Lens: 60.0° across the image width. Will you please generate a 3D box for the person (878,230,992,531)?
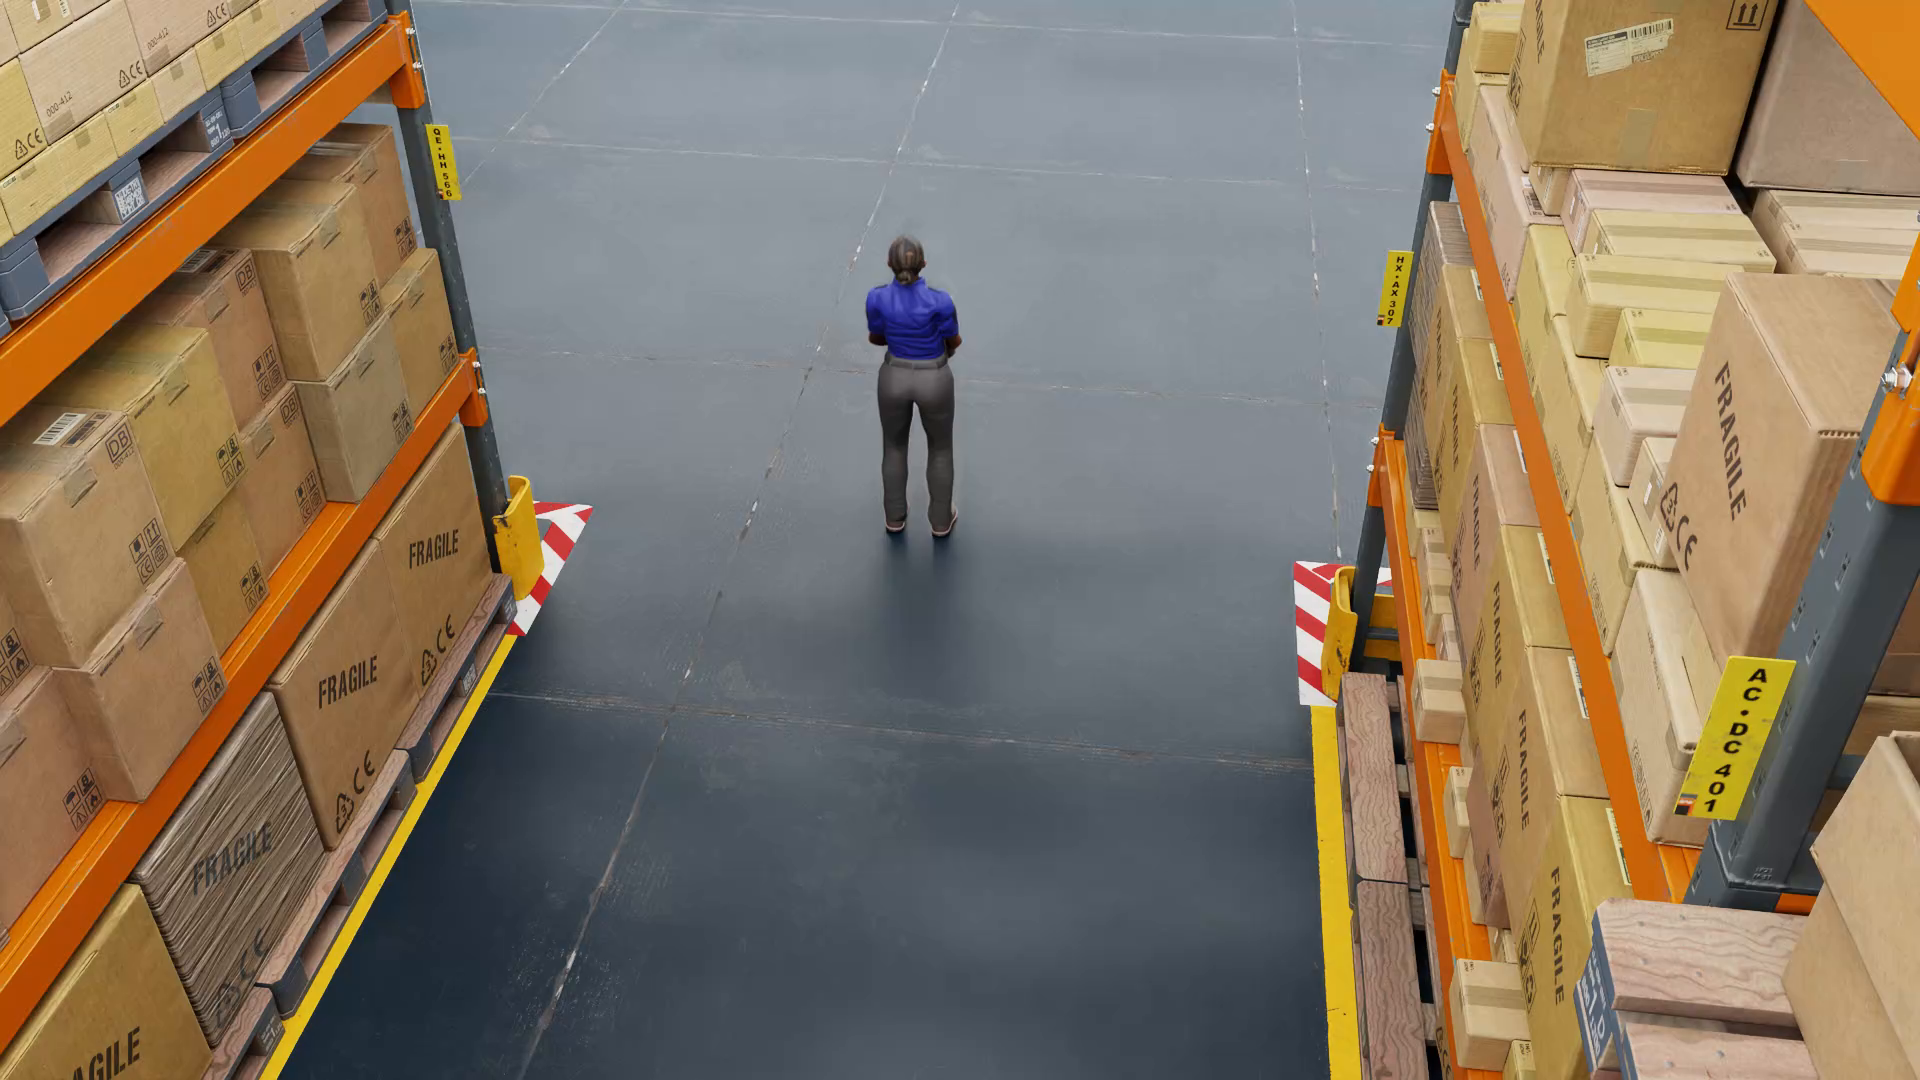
[{"bbox_3d":[-0.128,-0.798,8.120,0.488,1.655,0.492,15,39,19],"label":"person"}]
